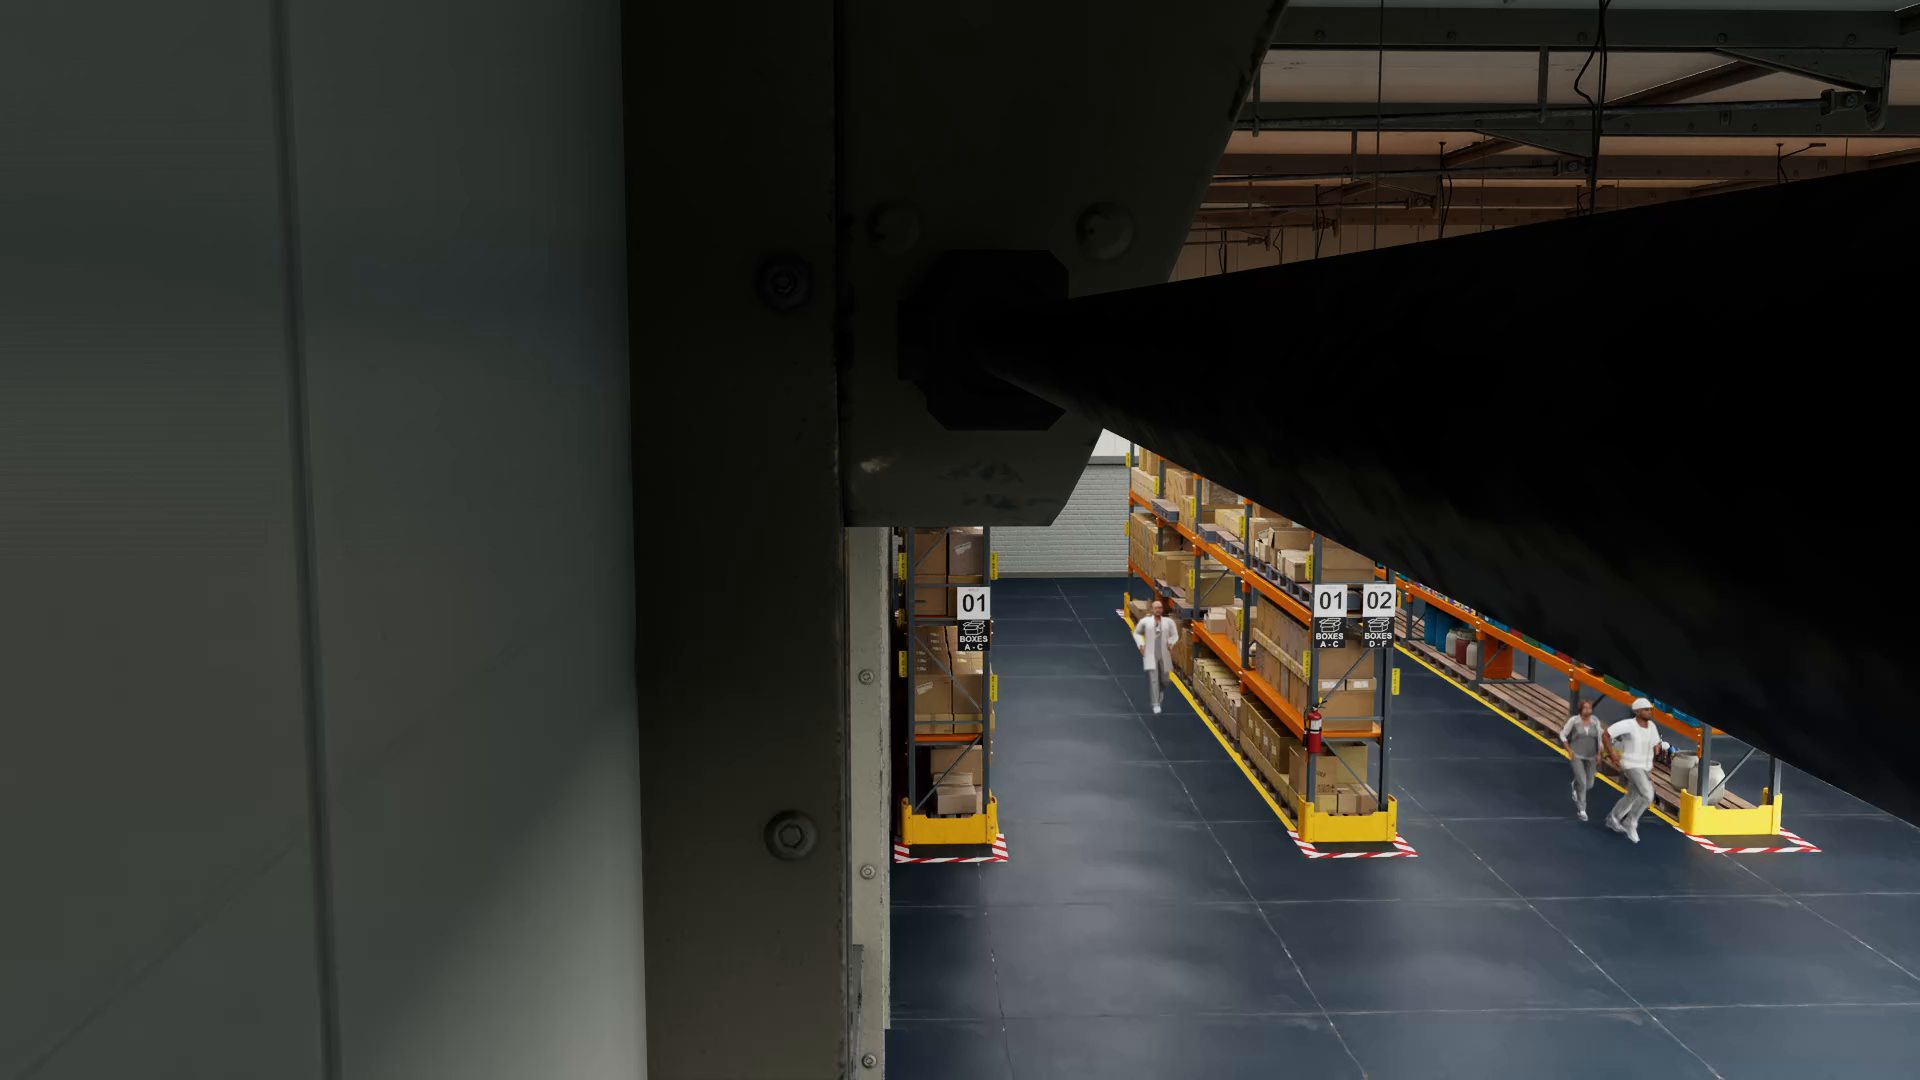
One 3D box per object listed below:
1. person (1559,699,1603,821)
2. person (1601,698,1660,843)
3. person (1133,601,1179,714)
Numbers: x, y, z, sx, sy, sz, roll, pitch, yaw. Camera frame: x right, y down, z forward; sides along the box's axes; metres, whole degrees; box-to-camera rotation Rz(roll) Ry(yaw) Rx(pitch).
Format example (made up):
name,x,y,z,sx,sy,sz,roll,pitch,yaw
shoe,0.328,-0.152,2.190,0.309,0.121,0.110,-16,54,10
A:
name,x,y,z,sx,sy,sz,roll,pitch,yaw
person,8.066,2.810,21.629,0.551,1.572,0.617,0,7,3
person,8.406,2.837,20.660,0.688,1.769,0.692,-5,9,-33
person,3.095,1.834,26.271,0.716,1.728,0.835,0,7,-2
